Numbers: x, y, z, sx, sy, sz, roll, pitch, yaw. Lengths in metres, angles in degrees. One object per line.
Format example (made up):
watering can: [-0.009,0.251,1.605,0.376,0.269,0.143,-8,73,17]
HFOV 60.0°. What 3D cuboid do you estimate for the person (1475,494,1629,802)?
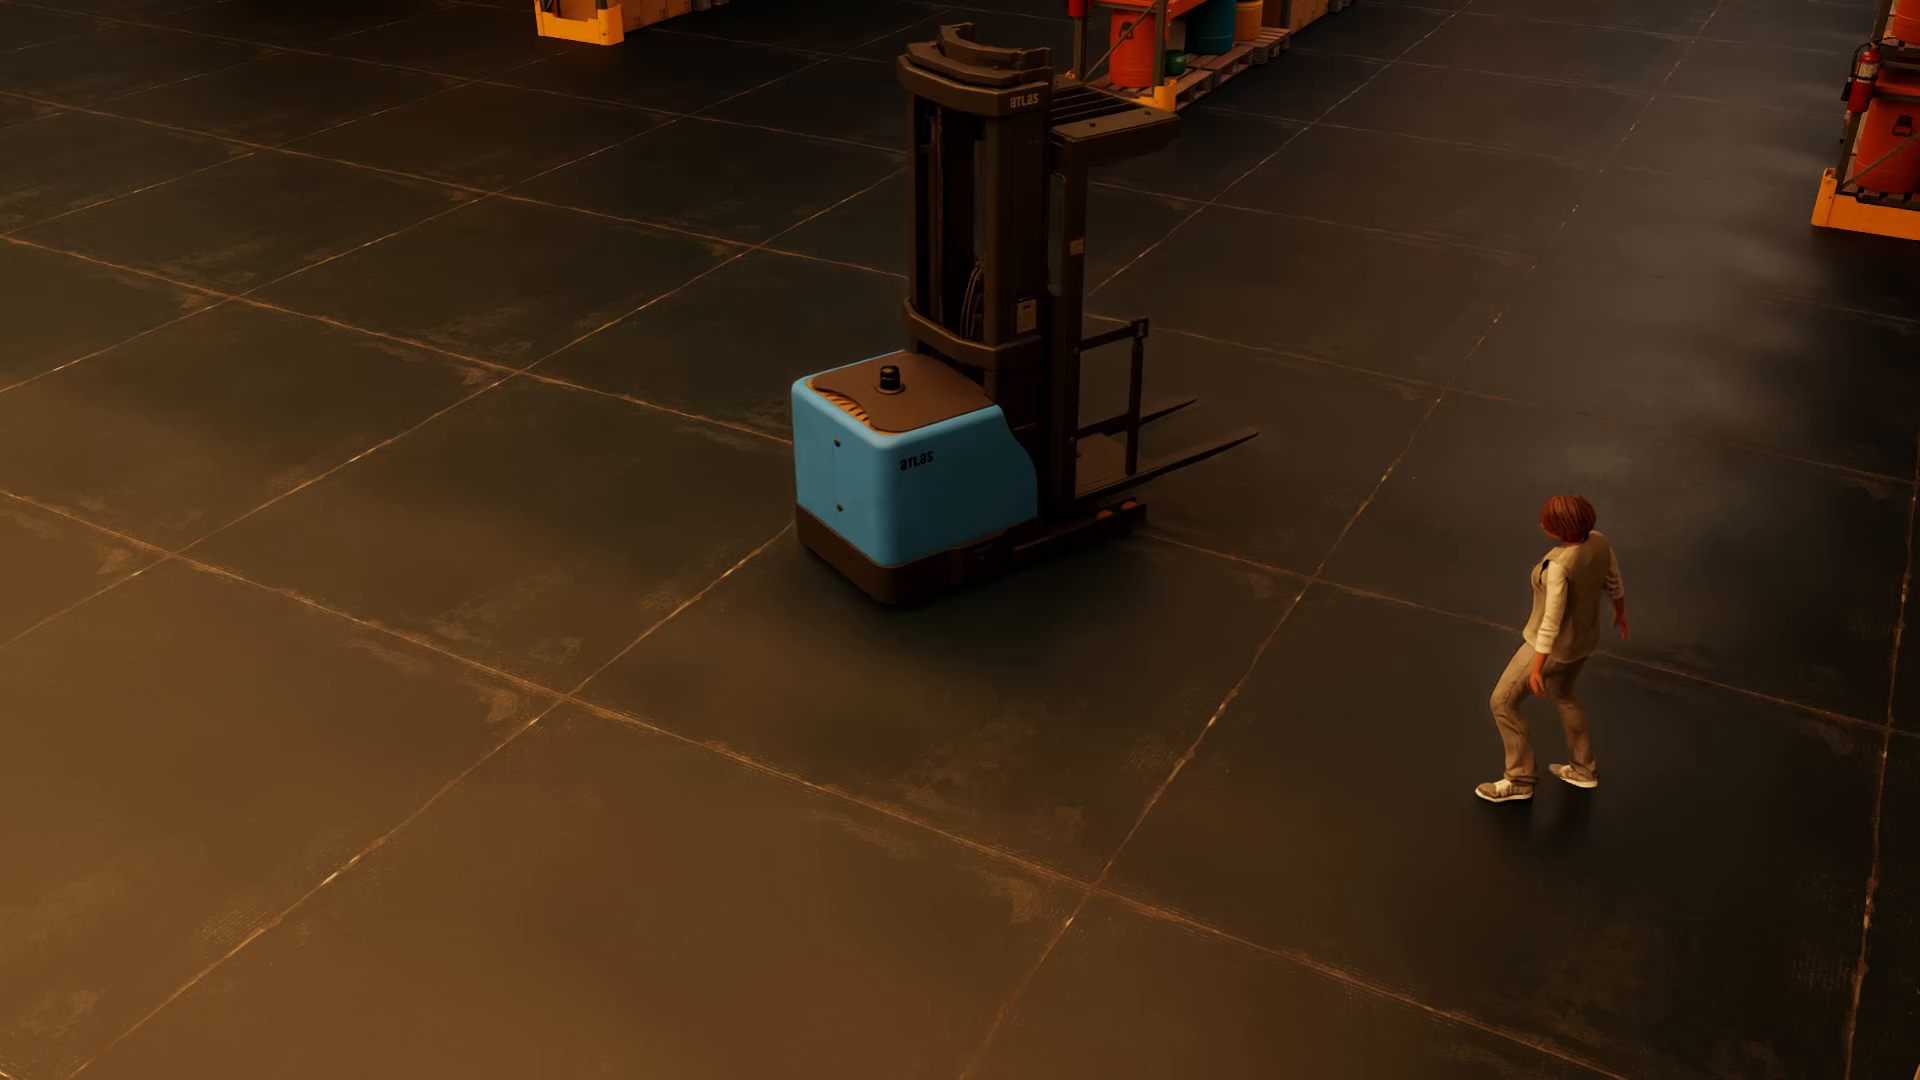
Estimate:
person: [2.804,0.503,7.637,0.744,1.566,0.419,-19,35,-30]

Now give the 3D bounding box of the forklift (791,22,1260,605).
forklift: [0.520,-1.478,9.632,3.031,2.935,1.130,-20,35,-30]
